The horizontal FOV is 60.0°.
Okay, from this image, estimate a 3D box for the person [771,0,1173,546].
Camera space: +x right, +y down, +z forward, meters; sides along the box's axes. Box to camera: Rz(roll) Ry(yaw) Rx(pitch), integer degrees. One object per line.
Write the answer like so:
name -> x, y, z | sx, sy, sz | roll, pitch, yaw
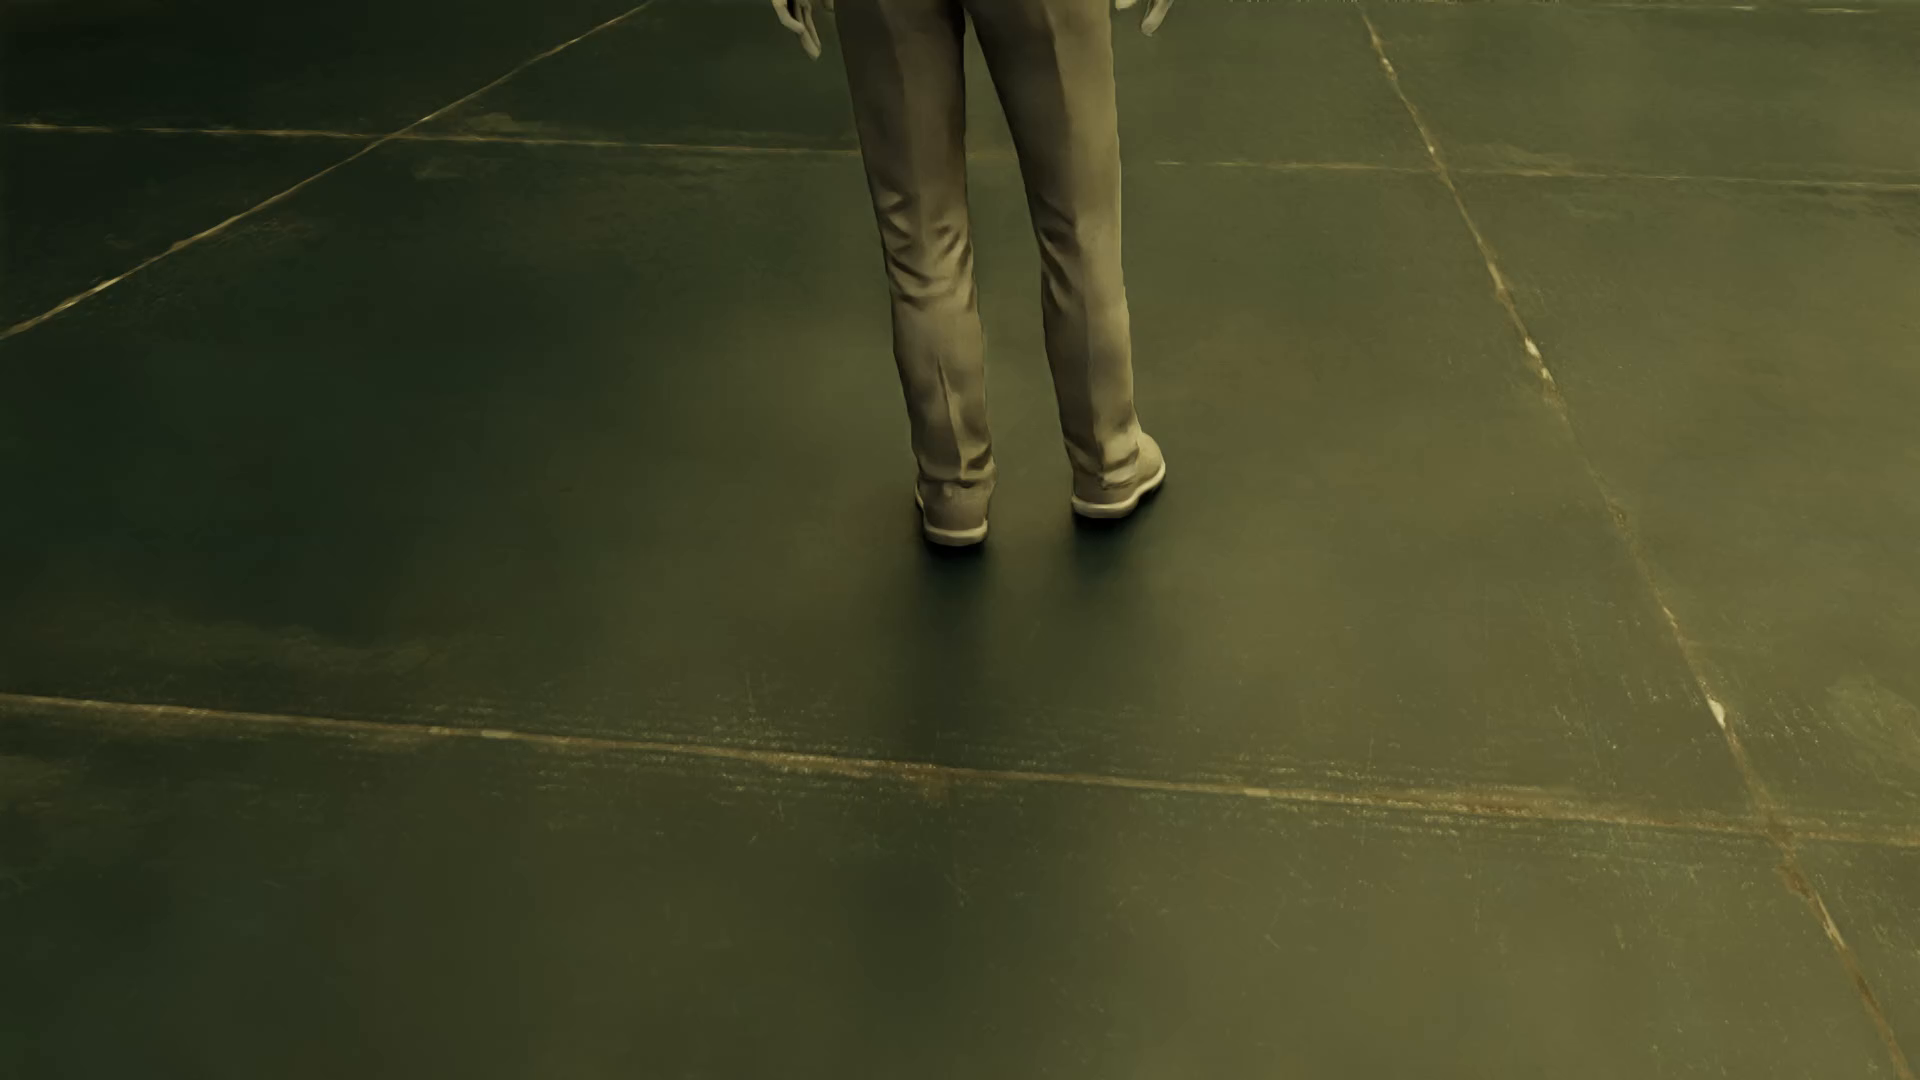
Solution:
person -> 0.016, -0.795, 2.177 | 0.586, 1.695, 0.532 | 3, 27, 7
